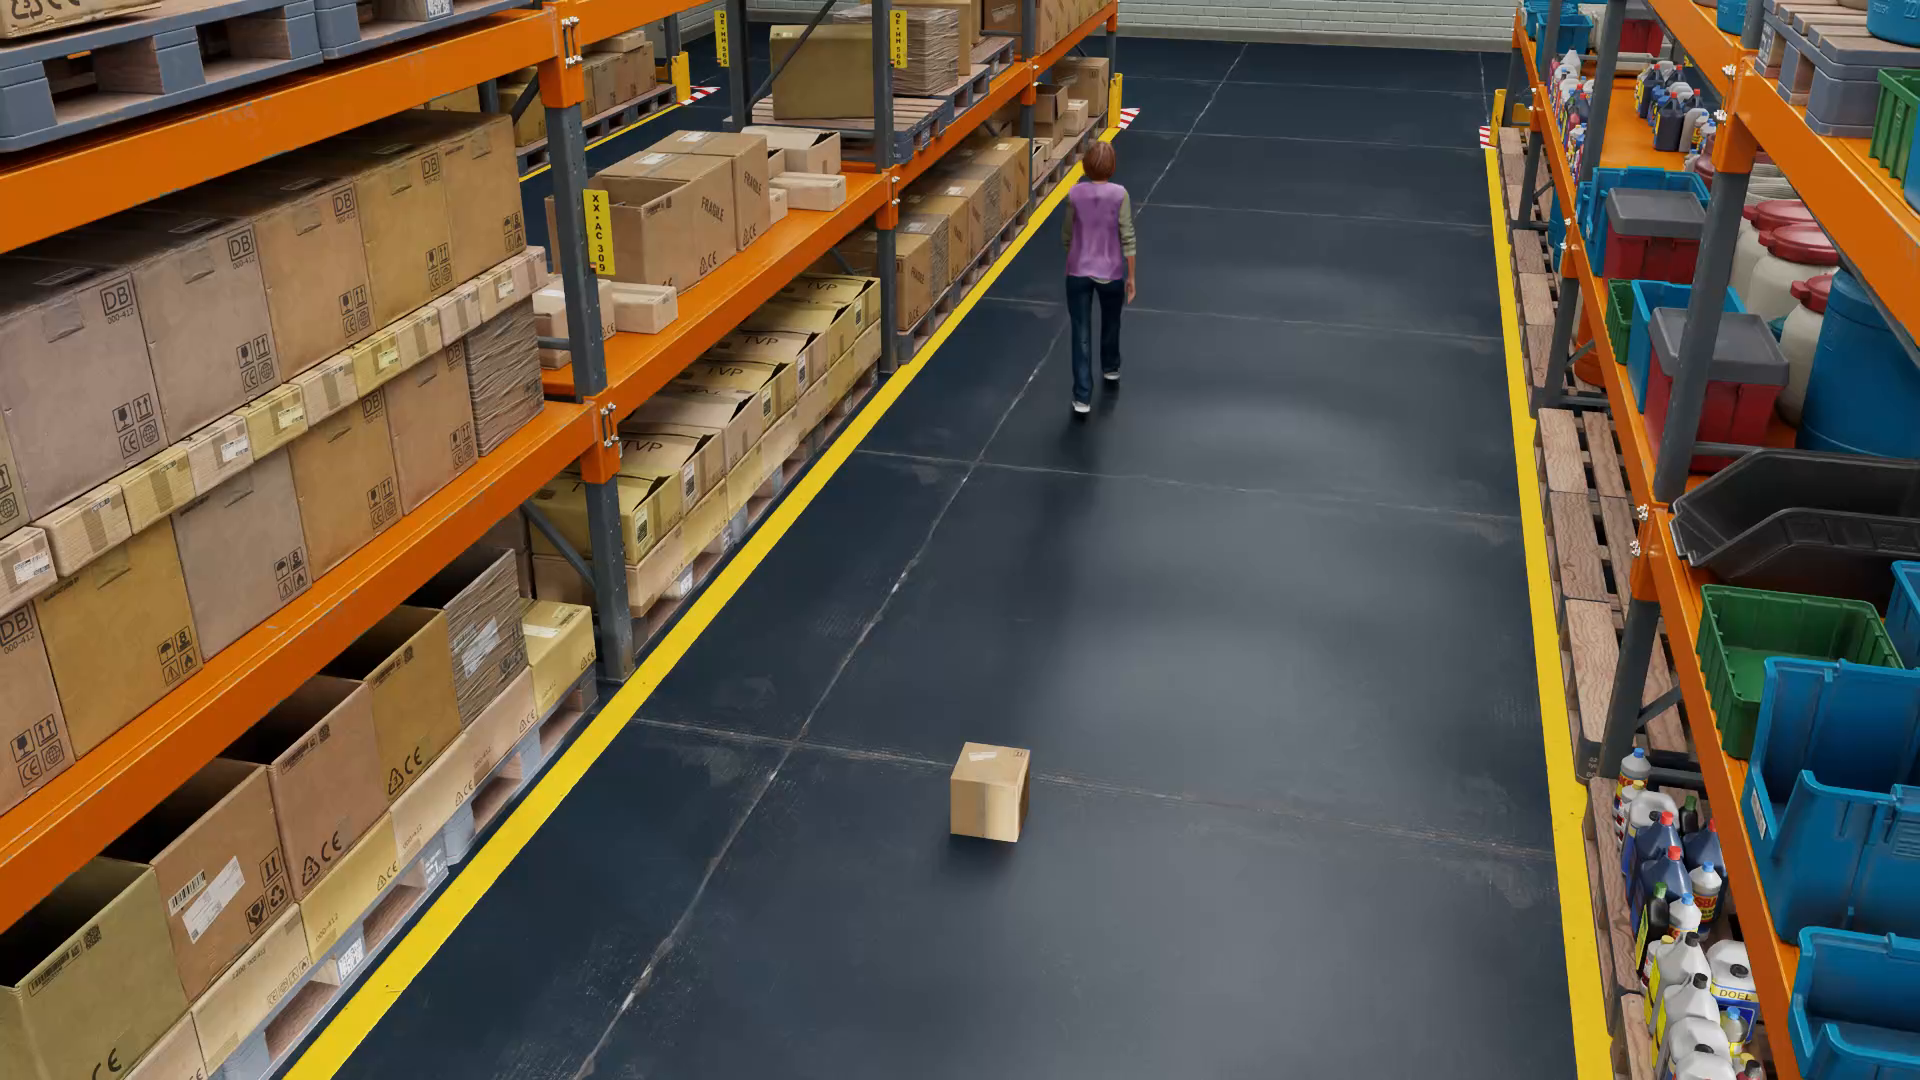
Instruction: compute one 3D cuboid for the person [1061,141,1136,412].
[{"bbox_3d":[0.821,-1.607,9.936,0.450,1.562,0.859,2,26,4],"label":"person"}]
